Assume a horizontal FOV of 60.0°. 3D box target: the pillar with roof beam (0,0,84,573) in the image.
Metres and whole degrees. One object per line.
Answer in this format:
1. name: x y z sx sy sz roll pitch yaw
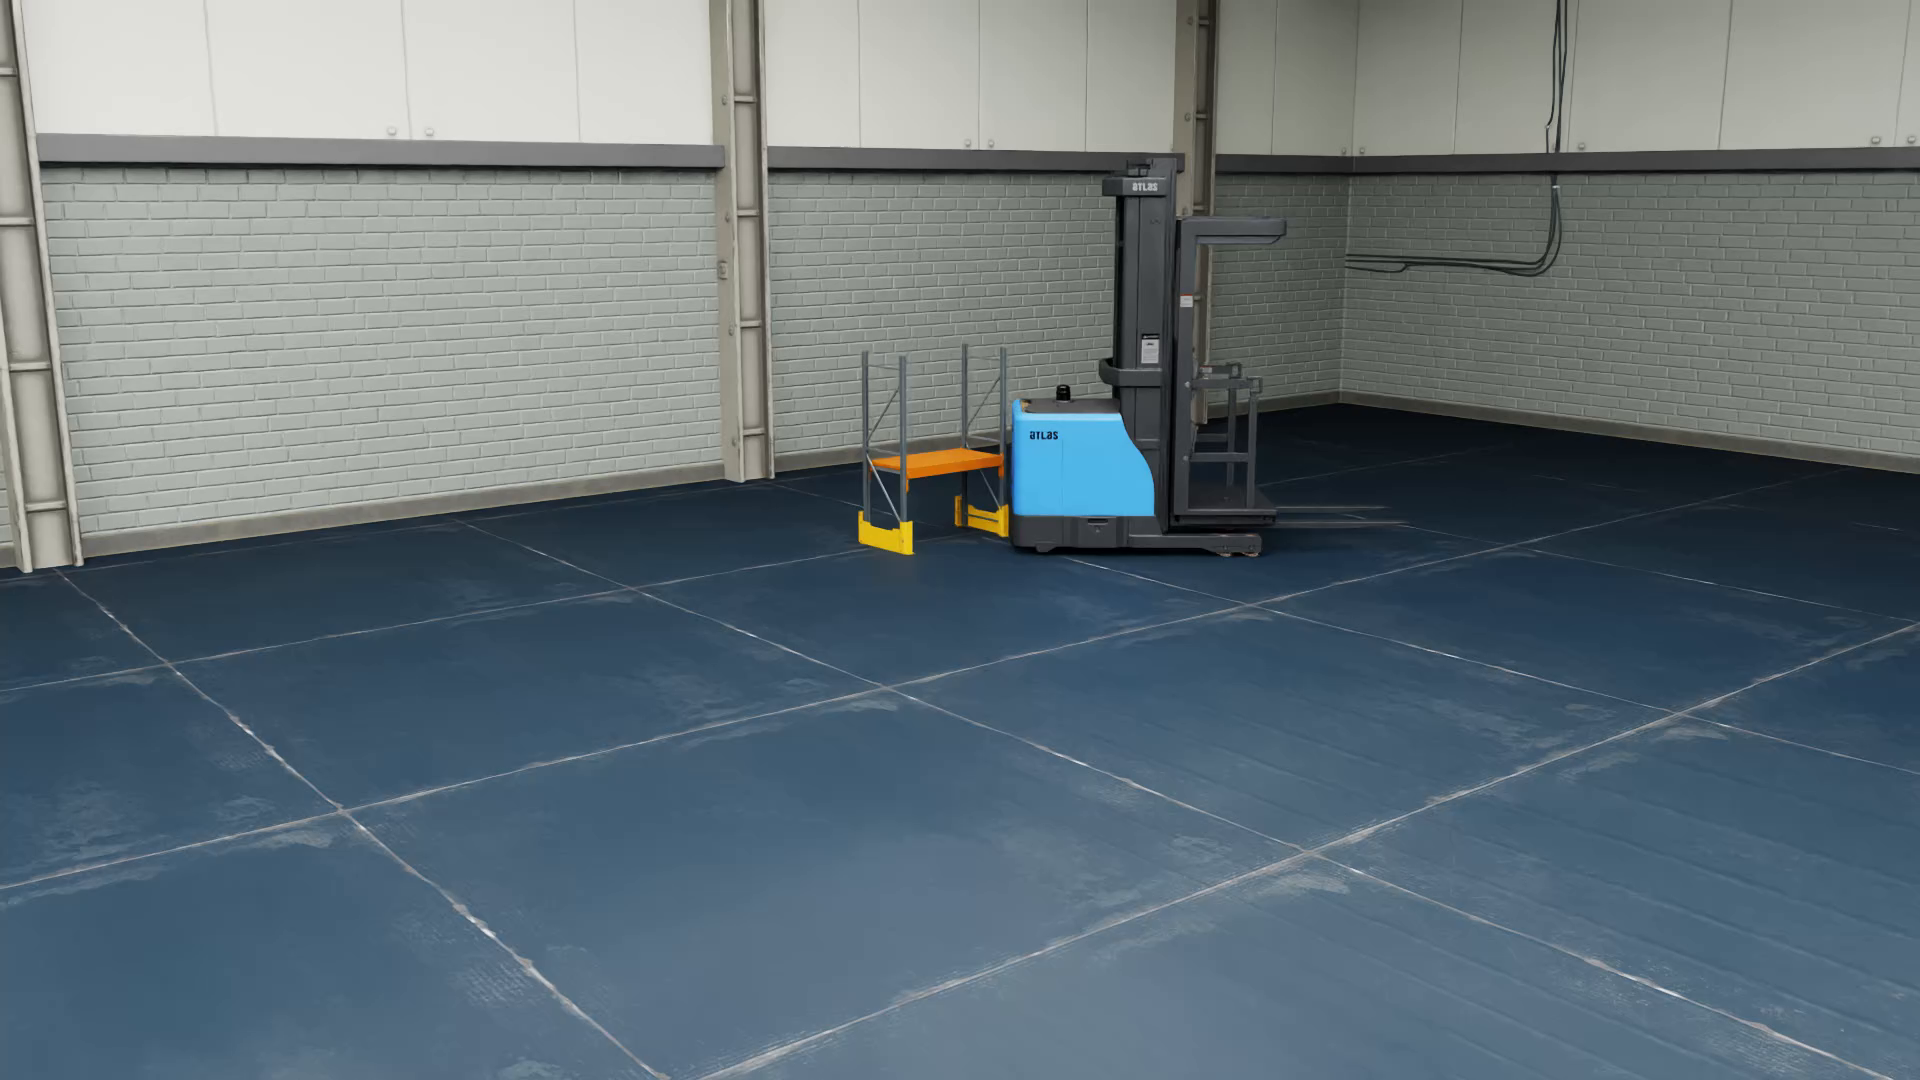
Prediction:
1. pillar with roof beam: -4.014 -3.517 8.028 0.400 9.000 9.100 -9 15 -38

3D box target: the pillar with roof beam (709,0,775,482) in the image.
1. pillar with roof beam: 0.671 -4.296 11.694 0.400 9.000 9.100 -9 15 -38

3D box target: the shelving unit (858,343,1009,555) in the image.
1. shelving unit: -0.201 -0.739 12.998 1.083 1.500 0.587 -10 16 -40

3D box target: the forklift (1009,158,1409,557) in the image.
1. forklift: 1.913 -1.418 12.750 3.031 2.935 1.130 0 12 0

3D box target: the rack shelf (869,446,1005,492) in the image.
1. rack shelf: -0.195 -0.564 13.041 1.000 0.185 0.538 -10 16 -40

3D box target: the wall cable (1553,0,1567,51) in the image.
1. wall cable: 7.483 -6.453 17.171 0.112 2.526 3.097 -9 15 -38

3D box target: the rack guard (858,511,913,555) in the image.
1. rack guard: -0.576 -0.059 12.807 0.087 0.250 0.587 -10 16 -40

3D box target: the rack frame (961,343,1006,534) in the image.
1. rack frame: 0.188 -0.810 13.331 0.032 1.500 0.500 -10 16 -40

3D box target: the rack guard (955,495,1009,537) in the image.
1. rack guard: 0.173 -0.196 13.448 0.087 0.250 0.587 -10 16 -40

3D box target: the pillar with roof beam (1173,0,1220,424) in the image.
1. pillar with roof beam: 5.356 -5.074 15.361 0.400 9.000 9.100 -9 15 -38

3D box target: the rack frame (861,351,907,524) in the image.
1. rack frame: -0.577 -0.671 12.676 0.032 1.500 0.500 -10 16 -40

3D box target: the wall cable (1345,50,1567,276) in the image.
1. wall cable: 5.793 -4.421 19.762 0.112 2.526 3.097 -9 15 -38
